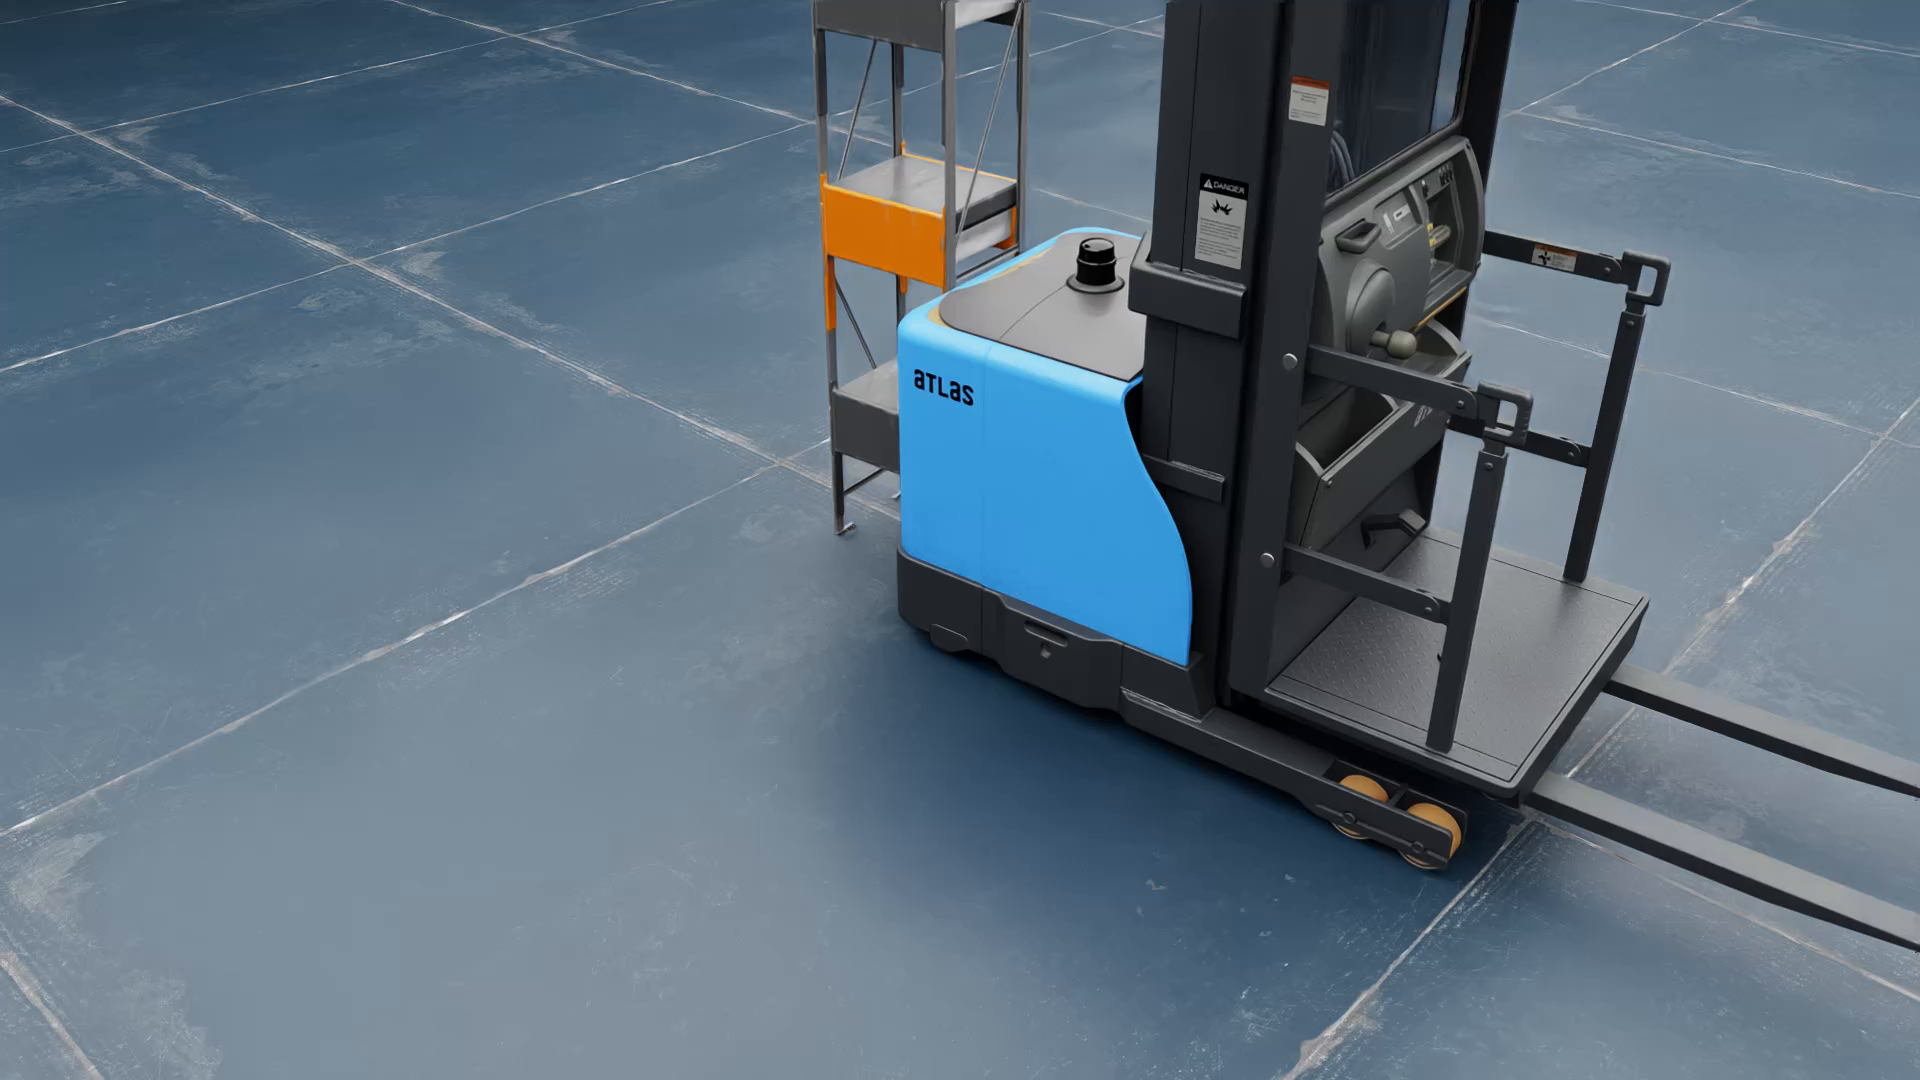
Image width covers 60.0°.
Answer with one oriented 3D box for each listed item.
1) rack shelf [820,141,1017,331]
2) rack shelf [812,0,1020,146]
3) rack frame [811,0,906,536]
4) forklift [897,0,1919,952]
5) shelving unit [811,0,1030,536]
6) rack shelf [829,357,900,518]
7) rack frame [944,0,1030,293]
[{"bbox_3d":[-0.115,-0.910,5.251,0.480,0.518,0.431,21,37,31],"label":"rack shelf"},{"bbox_3d":[-0.115,-1.509,4.890,0.480,0.518,0.431,21,37,31],"label":"rack shelf"},{"bbox_3d":[-0.310,-0.997,5.370,0.015,2.100,0.400,21,37,31],"label":"rack frame"},{"bbox_3d":[1.289,-0.712,4.091,3.031,2.935,1.130,21,37,31],"label":"forklift"},{"bbox_3d":[-0.115,-0.921,5.244,0.503,2.100,0.431,21,37,31],"label":"shelving unit"},{"bbox_3d":[-0.115,-0.310,5.613,0.480,0.518,0.431,21,37,31],"label":"rack shelf"},{"bbox_3d":[0.081,-0.846,5.119,0.015,2.100,0.400,21,37,31],"label":"rack frame"}]
